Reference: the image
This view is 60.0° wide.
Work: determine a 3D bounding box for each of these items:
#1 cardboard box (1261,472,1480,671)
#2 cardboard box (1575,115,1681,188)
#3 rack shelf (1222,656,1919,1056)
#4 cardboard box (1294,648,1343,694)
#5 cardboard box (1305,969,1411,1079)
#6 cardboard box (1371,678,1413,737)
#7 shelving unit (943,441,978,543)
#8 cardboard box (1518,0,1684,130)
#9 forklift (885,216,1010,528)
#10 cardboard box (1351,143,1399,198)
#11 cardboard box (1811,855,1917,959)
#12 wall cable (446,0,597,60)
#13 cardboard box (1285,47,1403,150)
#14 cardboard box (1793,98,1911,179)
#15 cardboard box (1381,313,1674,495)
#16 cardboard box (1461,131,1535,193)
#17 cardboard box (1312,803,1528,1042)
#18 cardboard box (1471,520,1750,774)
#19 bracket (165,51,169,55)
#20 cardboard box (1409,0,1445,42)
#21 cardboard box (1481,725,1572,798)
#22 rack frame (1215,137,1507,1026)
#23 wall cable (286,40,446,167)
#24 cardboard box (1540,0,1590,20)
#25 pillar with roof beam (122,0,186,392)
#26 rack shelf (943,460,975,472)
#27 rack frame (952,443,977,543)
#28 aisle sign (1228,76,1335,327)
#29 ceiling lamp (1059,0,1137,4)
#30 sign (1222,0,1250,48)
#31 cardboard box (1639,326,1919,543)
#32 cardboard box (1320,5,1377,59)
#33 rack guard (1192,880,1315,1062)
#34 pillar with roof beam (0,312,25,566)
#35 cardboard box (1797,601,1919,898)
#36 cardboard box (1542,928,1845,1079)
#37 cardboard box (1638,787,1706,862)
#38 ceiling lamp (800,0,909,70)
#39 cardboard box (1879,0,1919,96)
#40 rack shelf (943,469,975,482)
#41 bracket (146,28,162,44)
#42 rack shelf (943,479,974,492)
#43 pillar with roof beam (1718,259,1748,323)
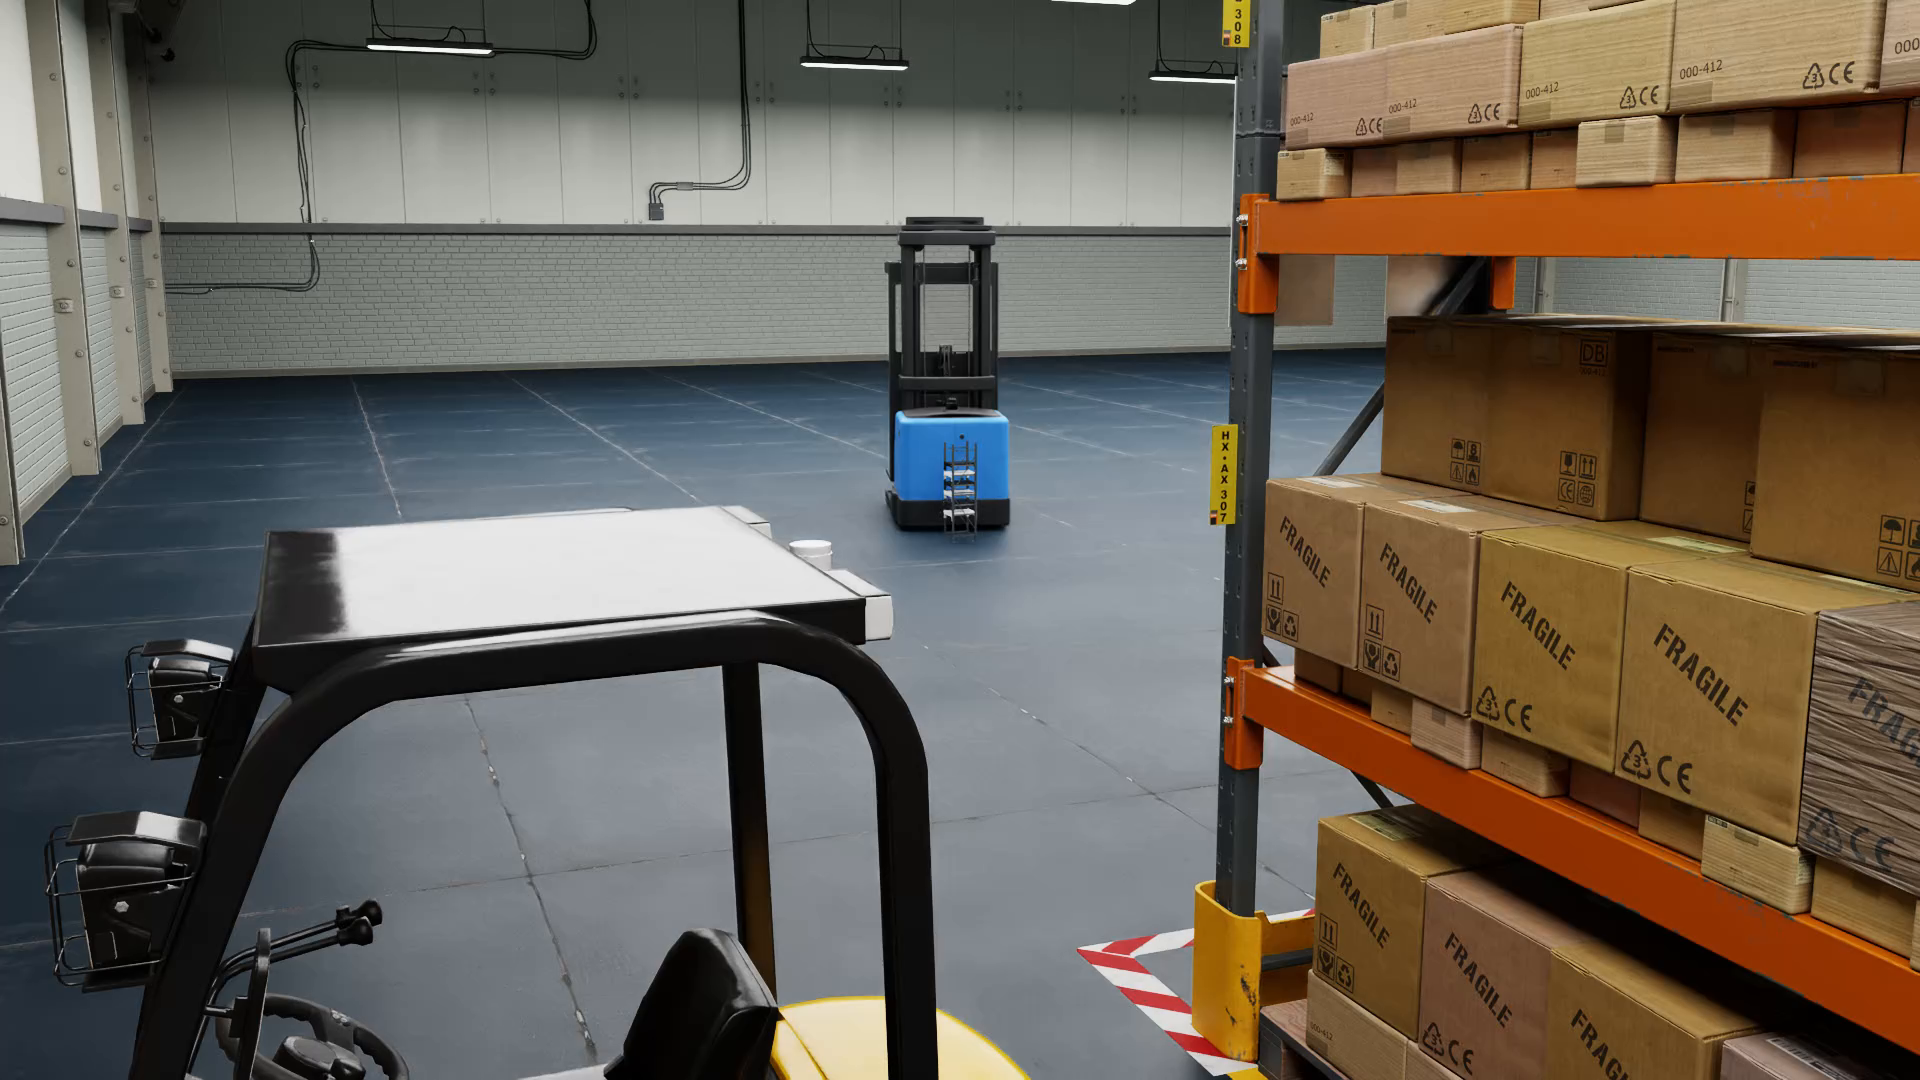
[{"bbox_3d":[1.279,0.079,5.103,0.500,0.500,0.500,-4,11,-22],"label":"cardboard box"},{"bbox_3d":[1.655,-0.888,3.827,0.380,0.149,0.250,-4,11,-20],"label":"cardboard box"},{"bbox_3d":[2.090,0.861,3.899,1.077,0.370,4.000,-4,11,-21],"label":"rack shelf"},{"bbox_3d":[1.296,0.372,5.308,0.380,0.149,0.250,-4,11,-21],"label":"cardboard box"},{"bbox_3d":[1.400,1.476,5.037,0.500,0.250,0.500,-4,11,-21],"label":"cardboard box"},{"bbox_3d":[1.421,0.461,4.809,0.380,0.149,0.250,-4,11,-23],"label":"cardboard box"},{"bbox_3d":[0.003,-0.442,15.164,0.258,0.900,0.210,-4,11,-21],"label":"shelving unit"},{"bbox_3d":[1.683,-1.105,3.909,0.500,0.250,0.500,-4,11,-19],"label":"cardboard box"},{"bbox_3d":[-0.189,-1.774,16.852,1.130,2.935,3.031,-1,10,-6],"label":"forklift"},{"bbox_3d":[1.362,-1.061,4.802,0.380,0.149,0.250,-4,11,-23],"label":"cardboard box"},{"bbox_3d":[1.978,0.714,3.386,0.380,0.149,0.250,-4,11,-22],"label":"cardboard box"},{"bbox_3d":[-9.148,-11.314,34.616,3.097,2.526,0.112,-4,11,-21],"label":"wall cable"},{"bbox_3d":[1.299,-1.270,4.840,0.500,0.250,0.500,-4,11,-22],"label":"cardboard box"},{"bbox_3d":[1.945,-0.811,3.394,0.380,0.149,0.250,-4,11,-21],"label":"cardboard box"},{"bbox_3d":[1.754,-0.438,5.158,0.700,0.500,0.500,-4,11,-22],"label":"cardboard box"},{"bbox_3d":[1.538,-0.977,4.328,0.380,0.149,0.250,-4,11,-21],"label":"cardboard box"},{"bbox_3d":[1.409,1.111,4.950,0.500,0.500,0.500,-4,11,-23],"label":"cardboard box"},{"bbox_3d":[1.655,0.247,4.162,0.500,0.500,0.500,-4,11,-22],"label":"cardboard box"},{"bbox_3d":[-15.183,-9.337,31.765,0.076,0.066,3.189,-4,11,-21],"label":"bracket"},{"bbox_3d":[1.444,-1.410,4.485,0.380,0.149,0.250,-4,11,-21],"label":"cardboard box"},{"bbox_3d":[1.595,0.546,4.334,0.380,0.149,0.250,-4,11,-19],"label":"cardboard box"},{"bbox_3d":[1.366,0.180,5.672,1.000,3.000,0.127,-4,11,-21],"label":"rack frame"},{"bbox_3d":[-12.032,-8.878,33.910,3.097,2.526,0.112,-4,11,-21],"label":"wall cable"},{"bbox_3d":[1.644,-1.330,4.035,0.380,0.149,0.250,-4,11,-21],"label":"cardboard box"},{"bbox_3d":[-10.706,-7.457,31.476,9.100,9.000,0.548,-4,11,-21],"label":"pillar with roof beam"},{"bbox_3d":[0.003,-0.675,15.122,0.258,0.077,0.200,-4,11,-21],"label":"rack shelf"},{"bbox_3d":[0.040,-0.425,15.070,0.240,0.900,0.006,-4,11,-21],"label":"rack frame"},{"bbox_3d":[1.054,-1.090,5.390,0.394,0.787,0.004,-4,11,-21],"label":"aisle sign"},{"bbox_3d":[1.298,-8.710,21.855,2.000,3.185,0.800,-4,11,-21],"label":"ceiling lamp"},{"bbox_3d":[0.860,-1.692,5.139,0.100,0.325,0.005,-4,11,-21],"label":"sign"},{"bbox_3d":[2.211,-0.278,4.260,0.700,0.500,0.500,-4,11,-22],"label":"cardboard box"},{"bbox_3d":[1.304,-1.495,4.962,0.380,0.149,0.250,-4,11,-21],"label":"cardboard box"},{"bbox_3d":[1.393,1.423,5.821,1.175,0.500,0.348,-4,11,-21],"label":"rack guard"},{"bbox_3d":[-4.183,-4.519,14.959,9.100,9.000,0.400,-4,11,-21],"label":"pillar with roof beam"},{"bbox_3d":[2.037,0.413,3.230,0.500,0.500,0.500,-4,11,-19],"label":"cardboard box"},{"bbox_3d":[1.777,1.279,4.008,0.500,0.500,0.500,-4,11,-20],"label":"cardboard box"},{"bbox_3d":[1.815,0.630,3.861,0.380,0.149,0.250,-4,11,-22],"label":"cardboard box"},{"bbox_3d":[-2.004,-10.197,30.214,2.000,3.185,0.800,-4,11,-21],"label":"ceiling lamp"},{"bbox_3d":[2.049,-0.938,2.971,0.500,0.250,0.500,-4,11,-22],"label":"cardboard box"},{"bbox_3d":[0.003,-0.586,15.138,0.258,0.077,0.200,-4,11,-21],"label":"rack shelf"},{"bbox_3d":[-14.237,-8.911,29.371,0.235,0.232,0.430,-4,11,-21],"label":"bracket"},{"bbox_3d":[0.003,-0.498,15.154,0.258,0.077,0.200,-4,11,-21],"label":"rack shelf"},{"bbox_3d":[12.802,-7.930,34.137,9.100,9.000,0.548,-4,11,-21],"label":"pillar with roof beam"}]
